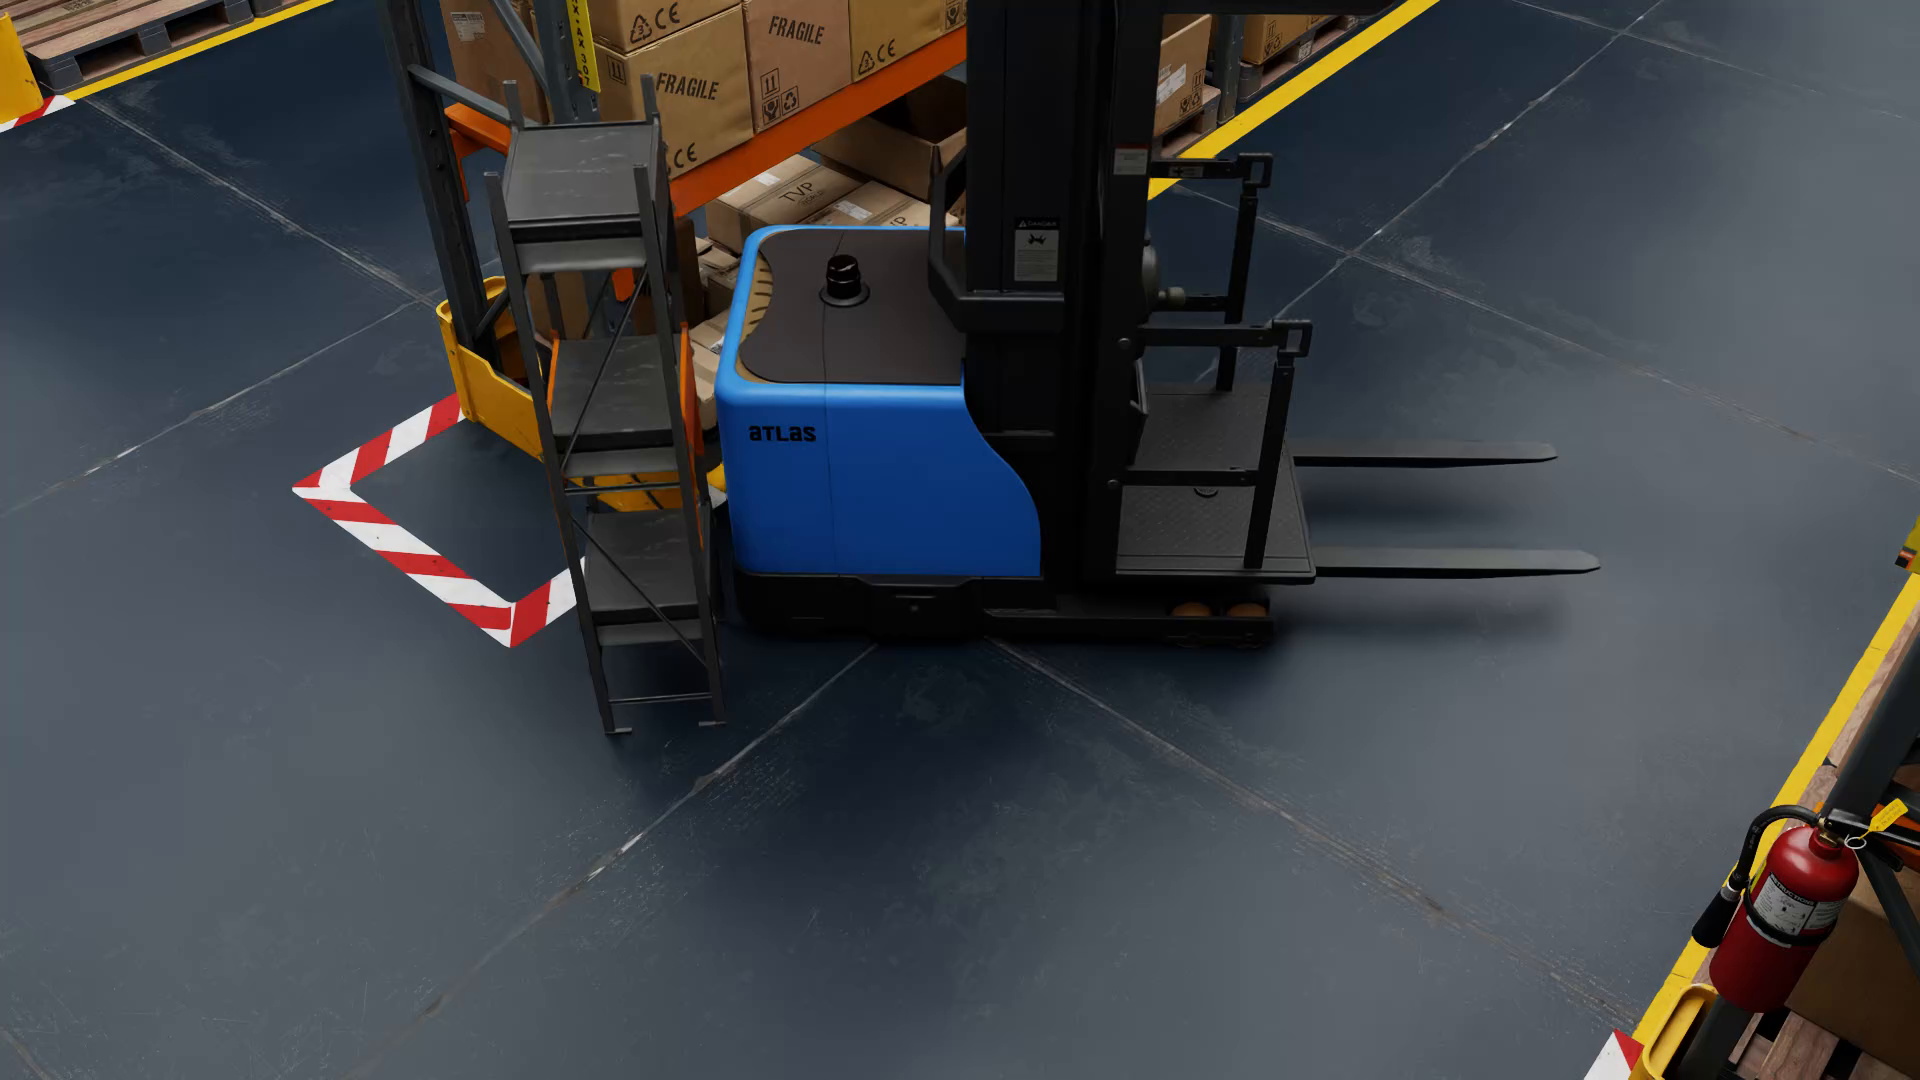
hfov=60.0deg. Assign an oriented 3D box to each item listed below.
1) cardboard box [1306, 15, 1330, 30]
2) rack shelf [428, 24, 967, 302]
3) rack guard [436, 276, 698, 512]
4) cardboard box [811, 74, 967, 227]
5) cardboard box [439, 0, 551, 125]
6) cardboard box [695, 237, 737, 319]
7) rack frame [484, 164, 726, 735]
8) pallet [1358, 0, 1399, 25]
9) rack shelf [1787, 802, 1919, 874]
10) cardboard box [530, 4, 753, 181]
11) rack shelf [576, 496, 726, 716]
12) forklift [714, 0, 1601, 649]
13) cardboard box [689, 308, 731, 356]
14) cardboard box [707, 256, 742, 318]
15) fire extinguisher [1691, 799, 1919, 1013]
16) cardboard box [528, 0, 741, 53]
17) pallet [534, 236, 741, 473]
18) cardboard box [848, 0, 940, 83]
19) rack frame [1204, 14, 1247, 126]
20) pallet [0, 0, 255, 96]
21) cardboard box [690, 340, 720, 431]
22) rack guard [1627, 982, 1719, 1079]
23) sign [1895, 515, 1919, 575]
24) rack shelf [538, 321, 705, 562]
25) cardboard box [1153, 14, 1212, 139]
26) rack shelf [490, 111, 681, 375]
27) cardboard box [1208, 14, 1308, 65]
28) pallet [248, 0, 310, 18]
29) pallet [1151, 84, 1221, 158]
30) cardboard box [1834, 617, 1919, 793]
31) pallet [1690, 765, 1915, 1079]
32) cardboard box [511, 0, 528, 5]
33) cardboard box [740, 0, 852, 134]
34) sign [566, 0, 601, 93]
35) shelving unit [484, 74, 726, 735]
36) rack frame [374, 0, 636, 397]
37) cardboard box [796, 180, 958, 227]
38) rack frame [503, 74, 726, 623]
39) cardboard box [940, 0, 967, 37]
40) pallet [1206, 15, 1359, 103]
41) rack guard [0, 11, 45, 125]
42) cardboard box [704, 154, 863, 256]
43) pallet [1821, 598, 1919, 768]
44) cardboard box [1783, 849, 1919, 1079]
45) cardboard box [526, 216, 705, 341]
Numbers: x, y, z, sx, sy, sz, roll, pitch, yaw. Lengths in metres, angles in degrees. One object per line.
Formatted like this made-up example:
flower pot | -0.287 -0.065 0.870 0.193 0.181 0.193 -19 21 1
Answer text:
cardboard box | 1.842 -3.159 9.025 0.500 0.500 0.500 30 50 29
rack shelf | -0.278 -2.202 6.976 1.077 0.370 4.000 29 50 28
rack guard | -1.516 -0.552 6.486 1.175 0.500 0.348 29 50 28
cardboard box | -0.196 -1.767 7.492 0.797 0.503 0.637 29 50 28
cardboard box | -1.485 -1.823 5.951 0.500 0.500 0.500 31 51 30
cardboard box | -1.074 -1.109 7.019 0.380 0.166 0.250 29 50 28
rack frame | -0.983 -0.147 4.851 0.400 2.100 0.015 -4 42 -4
pallet | 2.289 -3.532 9.978 1.003 0.211 1.213 29 50 28
rack shelf | 3.516 -0.059 4.620 1.077 0.370 4.000 29 50 28
cardboard box | -1.078 -1.589 5.694 0.500 0.500 0.500 31 50 29
rack shelf | -1.008 0.218 5.510 0.431 0.518 0.480 -4 42 -4
forklift | 0.734 -1.067 5.245 3.031 2.935 1.130 1 42 1
cardboard box | -0.872 -0.748 6.622 0.380 0.166 0.250 29 50 28
cardboard box | -0.676 -0.998 6.835 0.500 0.250 0.500 29 50 28
fire extinguisher | 1.779 0.749 3.531 0.296 0.674 0.183 29 50 28
cardboard box | -1.078 -1.959 5.357 0.500 0.500 0.500 31 51 30
pallet | -1.004 -0.856 7.035 1.003 0.211 1.213 29 50 28
cardboard box | -0.424 -2.114 6.271 0.500 0.500 0.500 29 50 28
rack frame | 1.009 -3.498 7.867 1.000 3.000 0.127 29 50 28
pallet | -4.793 -2.961 9.349 1.003 0.211 1.213 29 50 28
cardboard box | -1.032 -0.613 6.486 0.380 0.149 0.250 29 50 28
rack guard | 2.213 1.642 4.072 1.175 0.500 0.348 29 50 28
sign | 1.823 -0.053 3.042 0.100 0.325 0.005 29 50 28
rack shelf | -1.008 -0.300 5.039 0.431 0.518 0.480 -4 42 -4
cardboard box | 0.860 -2.319 8.102 0.500 0.500 0.500 29 50 28
rack shelf | -1.008 -0.818 4.569 0.431 0.518 0.480 -4 42 -4
cardboard box | 1.507 -2.879 8.718 0.500 0.500 0.500 27 49 27
pallet | -4.008 -3.586 10.037 1.003 0.211 1.213 29 50 28
pallet | 0.567 -2.113 8.417 1.003 0.211 1.213 29 50 28
cardboard box | 2.549 0.327 3.438 0.980 0.700 0.700 32 51 30
pallet | 2.684 1.291 4.673 1.003 0.211 1.213 29 50 28
cardboard box | -1.489 -2.193 5.615 0.500 0.500 0.500 29 50 28
cardboard box | -0.750 -1.857 5.989 0.500 0.500 0.500 29 50 28
sign | -1.150 -1.523 5.052 0.100 0.325 0.005 29 50 28
shelving unit | -1.008 -0.310 5.030 0.431 2.100 0.503 -4 42 -4
rack frame | -1.565 -1.438 5.602 1.000 3.000 0.127 29 50 28
cardboard box | -0.354 -1.255 7.118 0.500 0.250 0.500 29 50 28
rack frame | -1.034 -0.473 5.210 0.400 2.100 0.015 -4 42 -4
cardboard box | -0.101 -2.371 6.554 0.500 0.500 0.500 30 50 29
pallet | 1.504 -2.901 9.284 1.003 0.211 1.213 29 50 28
rack guard | -5.359 -2.642 8.784 1.175 0.500 0.348 29 50 28
cardboard box | -0.769 -1.446 7.328 0.500 0.250 0.500 29 50 28
pallet | 3.469 0.666 5.361 1.003 0.211 1.213 29 50 28
cardboard box | 2.603 1.071 4.389 0.700 0.500 0.500 29 50 28
cardboard box | -1.404 -1.062 6.720 0.500 0.500 0.500 29 50 28
